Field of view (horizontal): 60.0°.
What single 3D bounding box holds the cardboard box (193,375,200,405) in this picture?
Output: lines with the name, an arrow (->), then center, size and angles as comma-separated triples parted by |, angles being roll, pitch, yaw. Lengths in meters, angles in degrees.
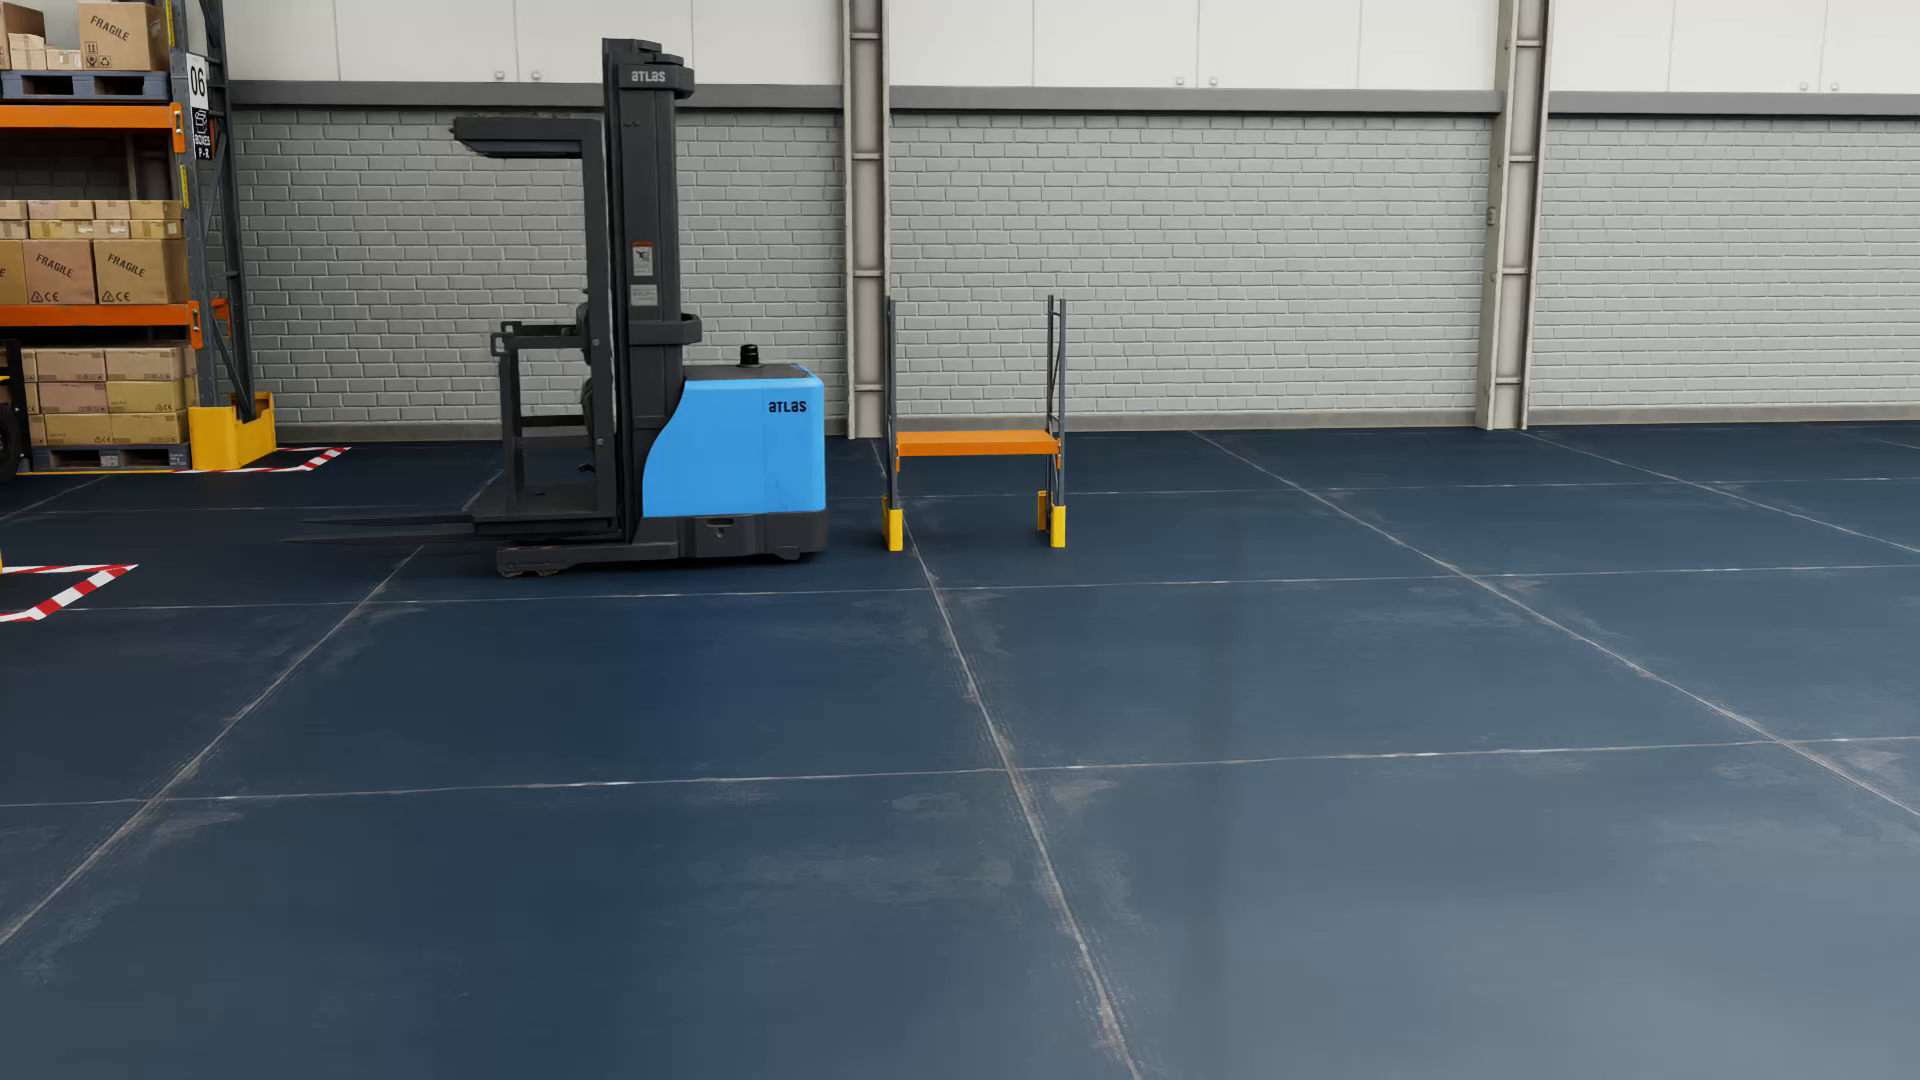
cardboard box -> -6.493, -1.266, 13.776 | 0.500, 0.250, 0.500 | -1, 11, -5

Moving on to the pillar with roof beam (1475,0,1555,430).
pillar with roof beam -> 5.602, -4.660, 10.746 | 0.400, 9.000, 9.100 | -1, 11, -6

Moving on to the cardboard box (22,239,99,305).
cardboard box -> -6.981, -2.113, 13.083 | 0.500, 0.500, 0.500 | -1, 11, -4

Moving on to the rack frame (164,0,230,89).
rack frame -> -6.003, -5.078, 12.868 | 0.127, 3.000, 1.000 | -1, 11, -6

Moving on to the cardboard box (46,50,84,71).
cardboard box -> -6.794, -3.662, 12.748 | 0.250, 0.149, 0.380 | -2, 11, -8

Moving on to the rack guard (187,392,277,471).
rack guard -> -5.979, -0.908, 13.691 | 0.348, 0.500, 1.175 | -1, 11, -6

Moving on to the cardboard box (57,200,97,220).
cardboard box -> -6.835, -2.578, 12.992 | 0.250, 0.149, 0.380 | -1, 11, -5

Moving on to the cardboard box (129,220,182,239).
cardboard box -> -6.317, -2.440, 13.065 | 0.250, 0.149, 0.380 | -1, 11, -5

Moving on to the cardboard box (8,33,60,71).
cardboard box -> -7.046, -3.714, 12.710 | 0.258, 0.266, 0.396 | -1, 11, -6

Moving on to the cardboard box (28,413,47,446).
cardboard box -> -7.430, -0.903, 13.226 | 0.500, 0.250, 0.500 | -1, 11, -5

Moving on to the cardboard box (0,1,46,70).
cardboard box -> -7.446, -3.852, 12.802 | 0.500, 0.500, 0.700 | -1, 11, -6

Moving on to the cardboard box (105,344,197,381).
cardboard box -> -6.427, -1.412, 13.222 | 0.500, 0.250, 0.500 | -1, 11, -4

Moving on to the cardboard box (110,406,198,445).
cardboard box -> -6.436, -0.921, 13.314 | 0.500, 0.250, 0.500 | -1, 11, -6

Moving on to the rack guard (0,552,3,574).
rack guard -> -5.539, 0.046, 8.838 | 0.348, 0.500, 1.175 | -1, 11, -6

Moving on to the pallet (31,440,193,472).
pallet -> -6.759, -0.742, 13.594 | 1.213, 0.211, 1.003 | -1, 11, -6

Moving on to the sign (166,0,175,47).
sign -> -5.958, -3.897, 12.549 | 0.005, 0.325, 0.100 | -1, 11, -6

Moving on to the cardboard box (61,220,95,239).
cardboard box -> -6.833, -2.436, 13.041 | 0.250, 0.149, 0.380 | -1, 11, -5

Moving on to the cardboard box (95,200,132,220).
cardboard box -> -6.578, -2.588, 13.046 | 0.250, 0.149, 0.380 | -1, 11, -6

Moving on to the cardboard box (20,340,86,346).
cardboard box -> -7.496, -1.488, 13.610 | 0.500, 0.250, 0.500 | -1, 11, -6

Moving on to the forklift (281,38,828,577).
forklift -> -2.342, -1.340, 9.585 | 3.031, 2.935, 1.130 | -2, 11, -12

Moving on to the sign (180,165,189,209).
sign -> -5.958, -2.714, 12.782 | 0.005, 0.325, 0.100 | -1, 11, -6

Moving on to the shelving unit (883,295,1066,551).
shelving unit -> 0.076, -0.738, 10.231 | 1.083, 1.500, 0.587 | -1, 11, -6

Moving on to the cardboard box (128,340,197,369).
cardboard box -> -6.501, -1.508, 13.709 | 0.500, 0.250, 0.500 | -1, 11, -7

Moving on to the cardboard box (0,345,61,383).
cardboard box -> -7.435, -1.388, 13.099 | 0.500, 0.250, 0.500 | -1, 11, -5

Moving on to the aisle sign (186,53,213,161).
aisle sign -> -5.906, -3.355, 12.917 | 0.004, 0.787, 0.394 | -1, 11, -6

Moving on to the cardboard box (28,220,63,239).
cardboard box -> -7.080, -2.433, 13.026 | 0.250, 0.149, 0.380 | -1, 11, -6

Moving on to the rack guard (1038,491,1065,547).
rack guard -> 0.571, -0.135, 10.405 | 0.087, 0.250, 0.587 | -1, 11, -6

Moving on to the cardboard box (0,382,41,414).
cardboard box -> -7.464, -1.143, 13.149 | 0.500, 0.250, 0.500 | -1, 11, -7

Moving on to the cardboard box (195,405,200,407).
cardboard box -> -6.512, -1.018, 13.810 | 0.500, 0.250, 0.500 | -1, 11, -6

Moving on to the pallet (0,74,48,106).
pallet -> -7.924, -3.527, 12.984 | 1.213, 0.211, 1.003 | -1, 11, -6

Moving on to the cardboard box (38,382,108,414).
cardboard box -> -6.953, -1.158, 13.224 | 0.500, 0.250, 0.500 | -1, 11, -7

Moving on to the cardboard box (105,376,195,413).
cardboard box -> -6.453, -1.166, 13.267 | 0.500, 0.250, 0.500 | -1, 11, -7

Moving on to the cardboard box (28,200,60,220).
cardboard box -> -7.091, -2.587, 13.038 | 0.250, 0.149, 0.380 | -1, 11, -6

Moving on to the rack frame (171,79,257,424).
rack frame -> -6.003, -2.134, 13.447 | 0.127, 3.000, 1.000 | -1, 11, -6

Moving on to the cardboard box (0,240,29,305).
cardboard box -> -7.490, -2.103, 13.028 | 0.500, 0.500, 0.500 | -1, 11, -7

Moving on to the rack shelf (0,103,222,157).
rack shelf -> -7.991, -3.211, 13.015 | 4.000, 0.370, 1.077 | -1, 11, -6

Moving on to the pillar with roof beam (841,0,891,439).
pillar with roof beam -> -0.363, -4.535, 10.110 | 0.400, 9.000, 9.100 | -1, 11, -6

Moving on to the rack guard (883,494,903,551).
rack guard -> -0.419, -0.114, 10.299 | 0.087, 0.250, 0.587 | -1, 11, -6

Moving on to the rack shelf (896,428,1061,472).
rack shelf -> 0.085, -0.561, 10.267 | 1.000, 0.185, 0.538 | -1, 11, -6

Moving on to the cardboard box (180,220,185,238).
cardboard box -> -6.368, -2.544, 13.592 | 0.250, 0.149, 0.380 | -1, 11, -8

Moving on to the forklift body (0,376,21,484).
forklift body -> -7.691, -1.328, 11.548 | 1.214, 2.155, 2.313 | -1, 11, -6

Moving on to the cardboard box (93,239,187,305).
cardboard box -> -6.464, -2.122, 13.129 | 0.500, 0.500, 0.500 | -1, 11, -7

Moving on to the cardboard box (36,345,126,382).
cardboard box -> -6.934, -1.400, 13.162 | 0.500, 0.250, 0.500 | -1, 11, -5

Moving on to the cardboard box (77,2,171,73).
cardboard box -> -6.417, -3.854, 12.813 | 0.500, 0.500, 0.500 | -1, 11, -4

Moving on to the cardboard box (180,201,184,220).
cardboard box -> -6.360, -2.681, 13.519 | 0.250, 0.149, 0.380 | -1, 11, -7

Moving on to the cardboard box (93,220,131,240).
cardboard box -> -6.568, -2.429, 13.009 | 0.250, 0.149, 0.380 | -1, 11, -5

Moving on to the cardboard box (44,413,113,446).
cardboard box -> -6.931, -0.912, 13.270 | 0.500, 0.250, 0.500 | -1, 11, -6

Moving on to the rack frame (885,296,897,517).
rack frame -> -0.421, -0.727, 10.179 | 0.032, 1.500, 0.500 | -1, 11, -6

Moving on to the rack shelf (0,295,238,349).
rack shelf -> -7.991, -1.739, 13.304 | 4.000, 0.370, 1.077 | -1, 11, -6

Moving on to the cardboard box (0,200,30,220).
cardboard box -> -7.338, -2.560, 12.902 | 0.250, 0.149, 0.380 | -1, 11, -5

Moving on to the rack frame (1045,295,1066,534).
rack frame -> 0.590, -0.748, 10.286 | 0.032, 1.500, 0.500 | -1, 11, -6

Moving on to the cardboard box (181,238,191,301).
cardboard box -> -6.525, -2.226, 13.656 | 0.500, 0.500, 0.500 | -1, 11, -4

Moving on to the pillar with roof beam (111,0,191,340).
pillar with roof beam -> -6.327, -4.410, 9.474 | 0.400, 9.000, 9.100 | -1, 11, -6

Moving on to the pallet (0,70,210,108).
pallet -> -6.709, -3.553, 13.117 | 1.213, 0.211, 1.003 | -1, 11, -6

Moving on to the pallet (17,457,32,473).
pallet -> -7.969, -0.717, 13.468 | 1.213, 0.211, 1.003 | -1, 11, -6

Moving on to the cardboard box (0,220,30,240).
cardboard box -> -7.341, -2.418, 12.951 | 0.250, 0.149, 0.380 | -2, 11, -8

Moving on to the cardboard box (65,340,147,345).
cardboard box -> -6.997, -1.497, 13.653 | 0.500, 0.250, 0.500 | -1, 11, -6

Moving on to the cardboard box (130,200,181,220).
cardboard box -> -6.336, -2.599, 13.103 | 0.250, 0.149, 0.380 | -1, 11, -6
